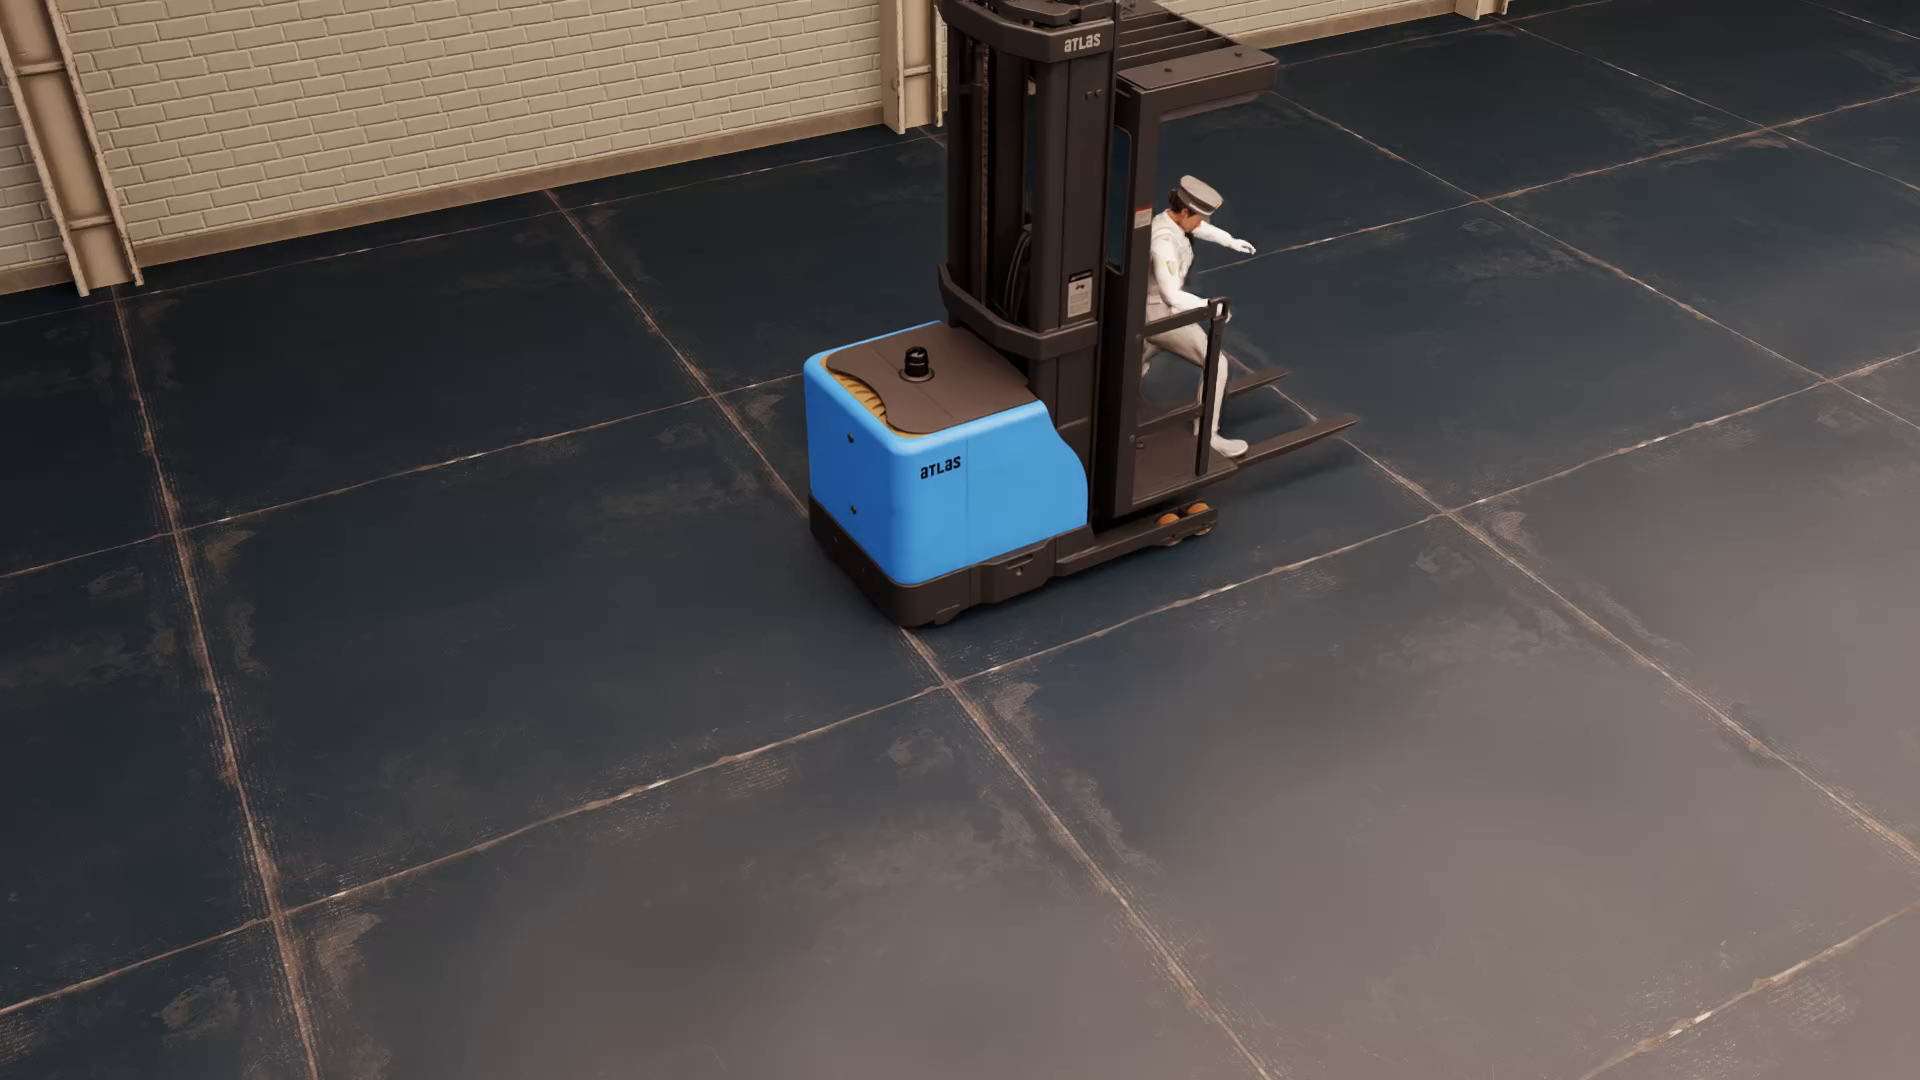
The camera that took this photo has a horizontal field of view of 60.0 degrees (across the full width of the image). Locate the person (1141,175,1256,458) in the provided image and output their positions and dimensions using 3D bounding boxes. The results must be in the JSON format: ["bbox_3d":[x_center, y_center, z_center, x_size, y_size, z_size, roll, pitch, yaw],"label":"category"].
[{"bbox_3d":[1.247,-1.271,9.048,0.811,1.485,1.211,7,36,10],"label":"person"}]

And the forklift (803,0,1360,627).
[{"bbox_3d":[0.754,-1.408,8.115,3.031,2.935,1.130,-19,39,-25],"label":"forklift"}]
